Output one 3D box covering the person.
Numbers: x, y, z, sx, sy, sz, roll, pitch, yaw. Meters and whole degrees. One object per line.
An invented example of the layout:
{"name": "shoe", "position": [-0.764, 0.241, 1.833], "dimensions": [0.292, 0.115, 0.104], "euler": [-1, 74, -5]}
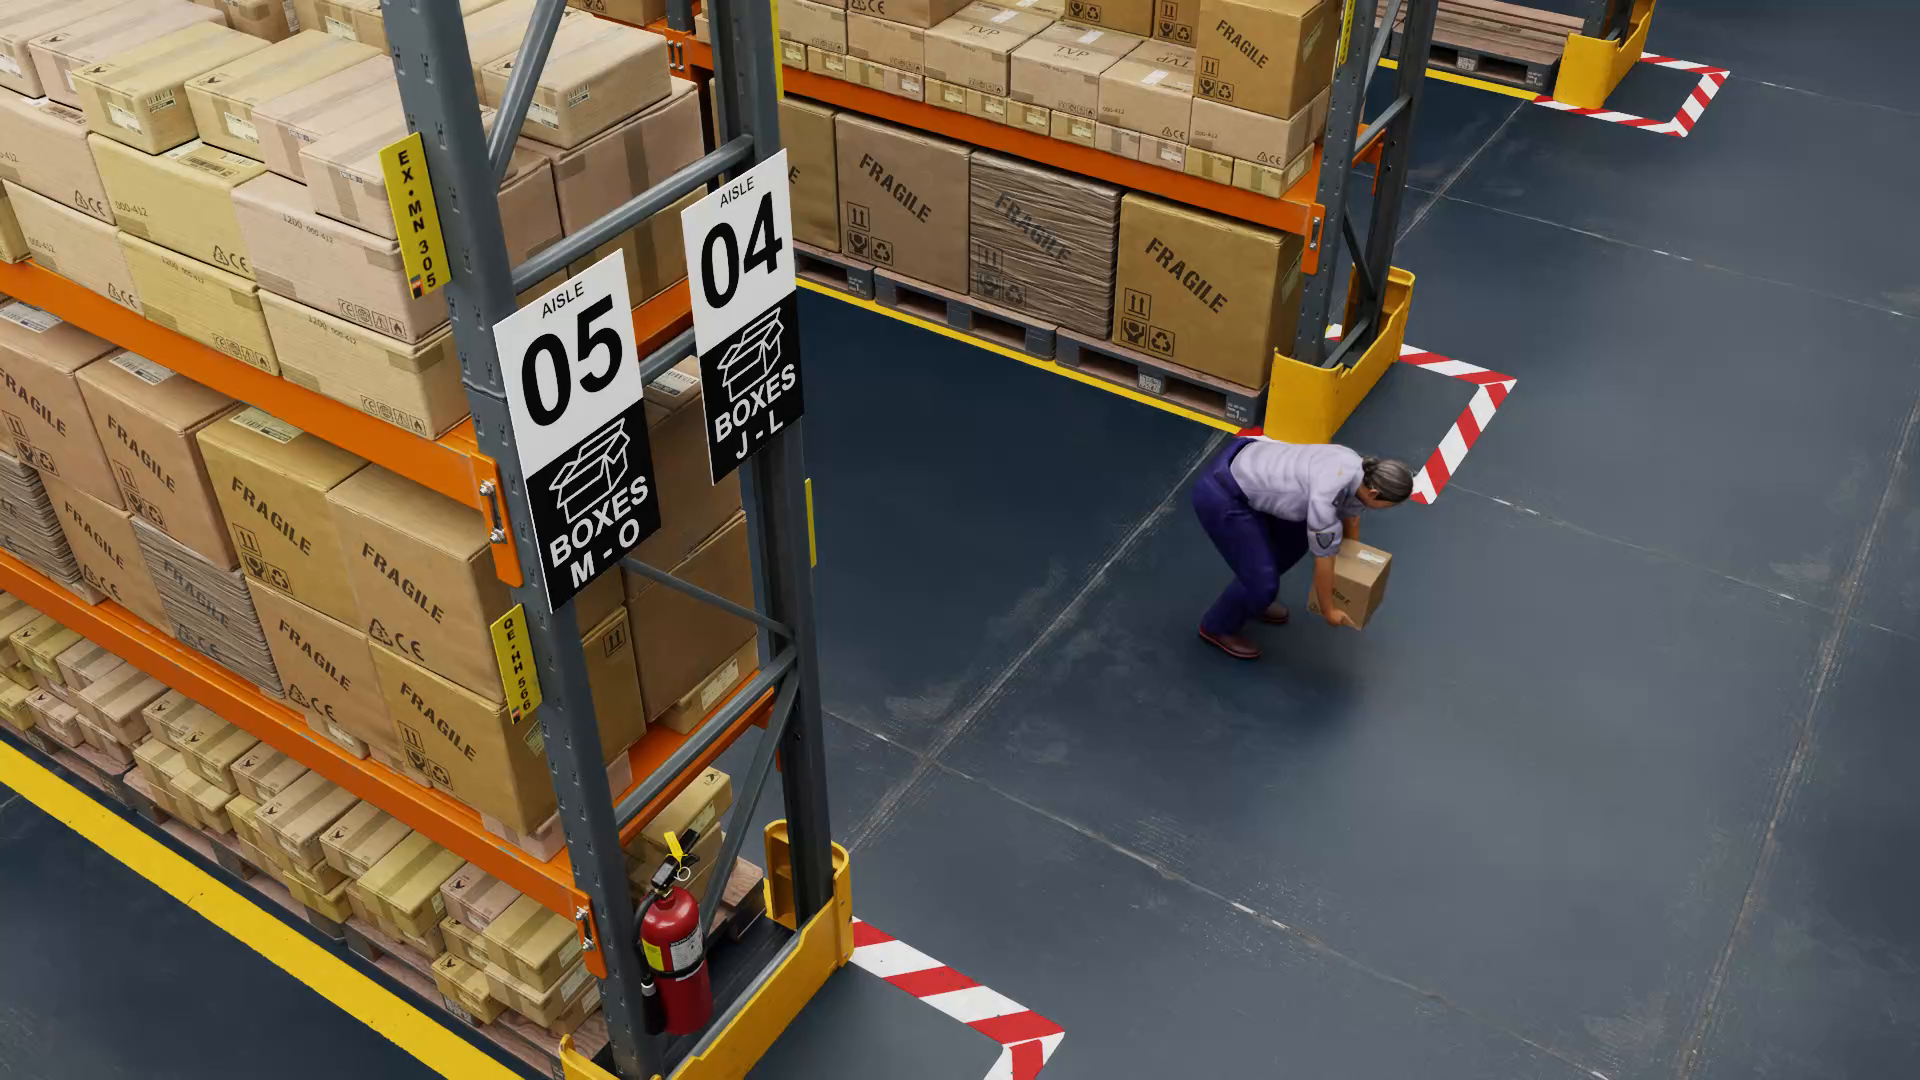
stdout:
{"name": "person", "position": [1.390, -0.119, 7.015], "dimensions": [0.728, 1.437, 0.454], "euler": [21, 43, 24]}
